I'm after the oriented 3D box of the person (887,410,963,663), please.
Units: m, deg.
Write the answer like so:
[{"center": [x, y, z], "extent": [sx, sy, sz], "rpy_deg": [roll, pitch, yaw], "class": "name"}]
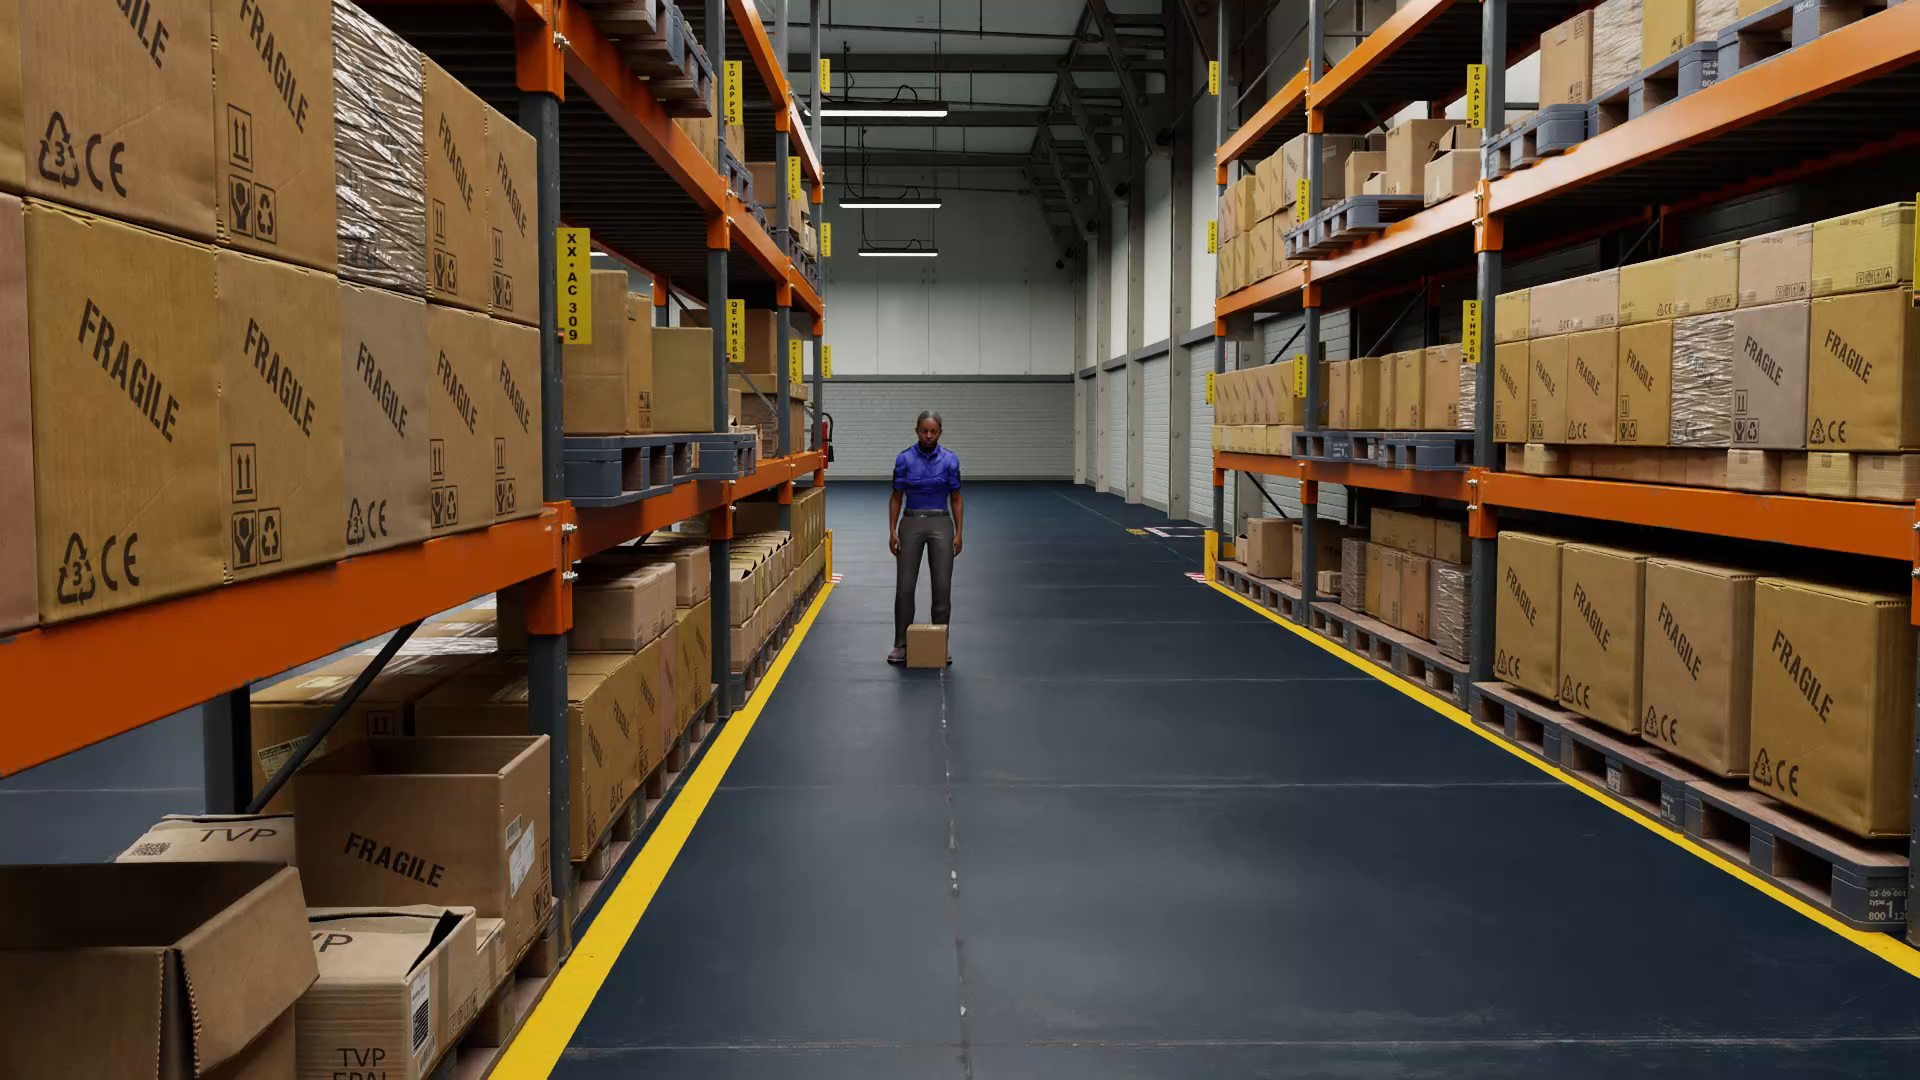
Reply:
[{"center": [-0.229, -0.027, 10.936], "extent": [0.503, 1.654, 0.398], "rpy_deg": [0, 4, -1], "class": "person"}]
